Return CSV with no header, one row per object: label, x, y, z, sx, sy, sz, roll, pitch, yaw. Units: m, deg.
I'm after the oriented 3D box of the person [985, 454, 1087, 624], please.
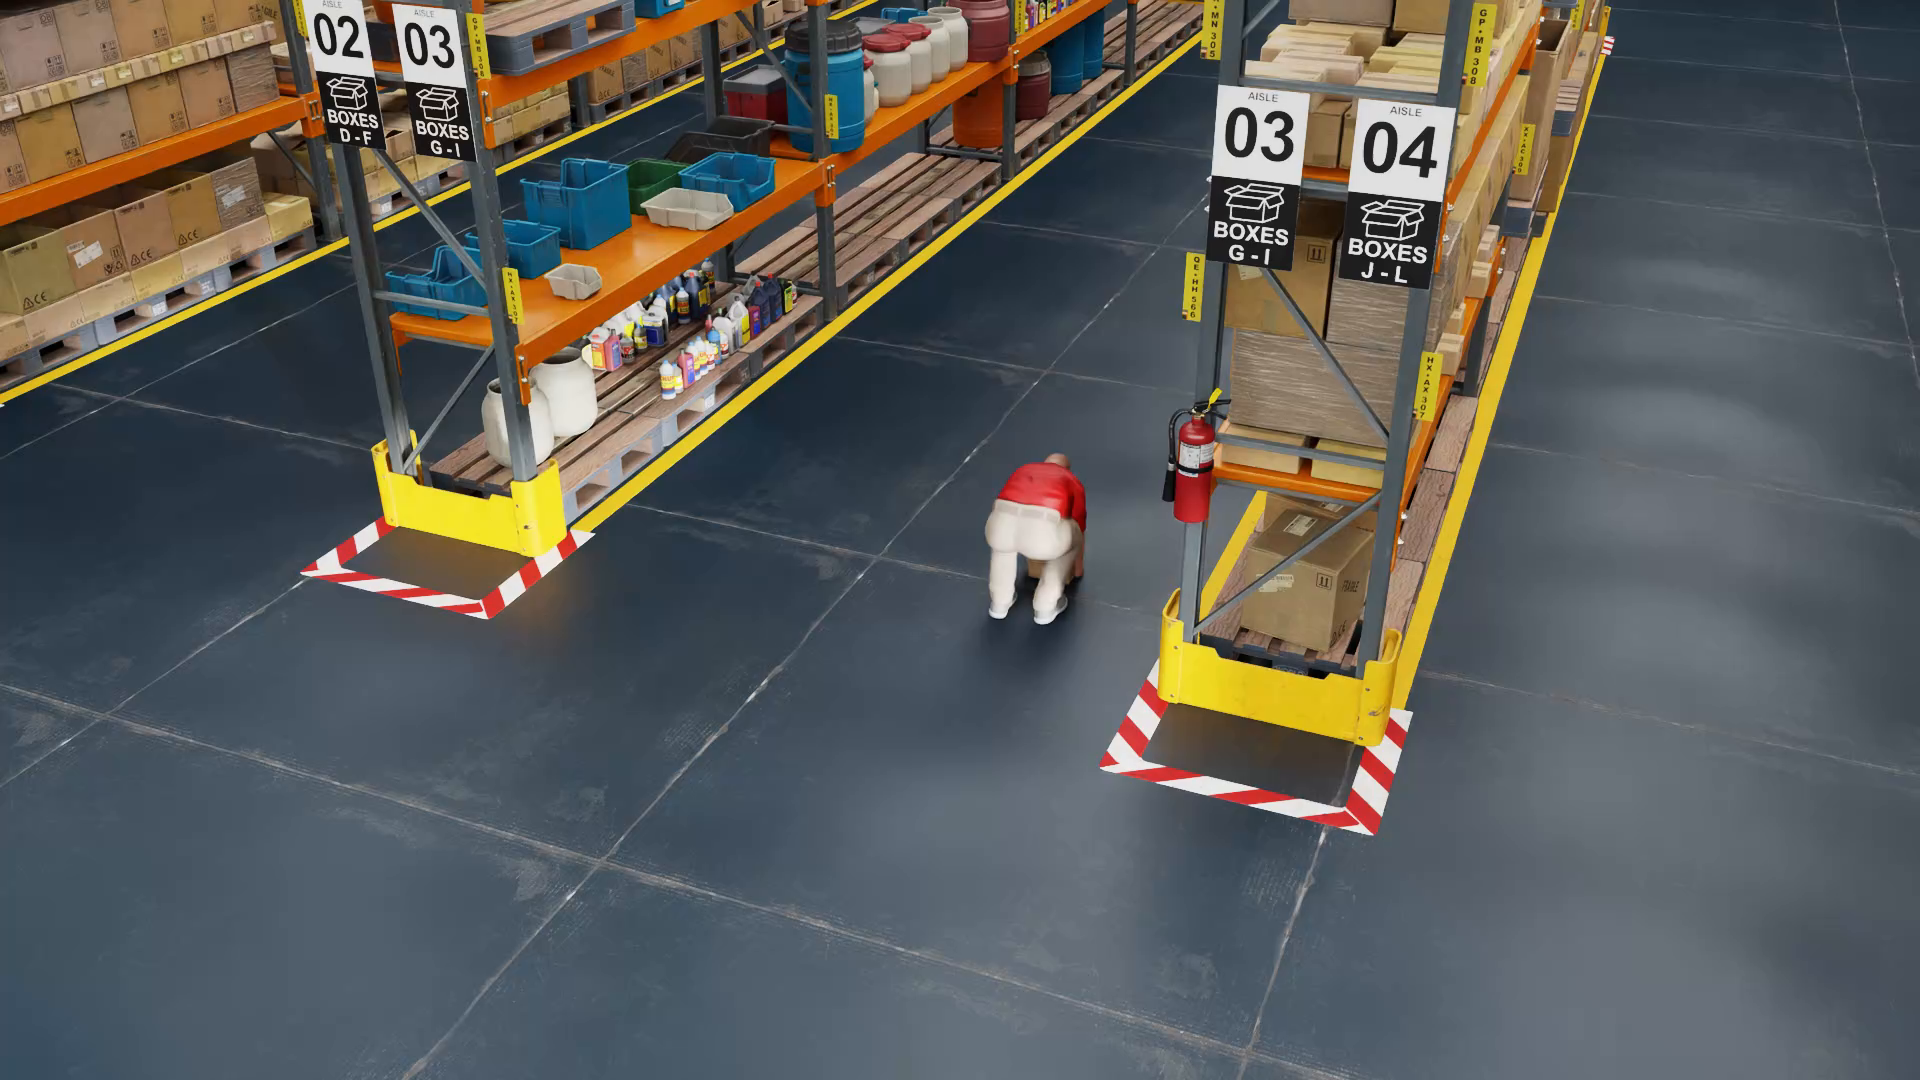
person,0.452,-0.039,9.419,0.516,0.847,0.890,10,31,17
